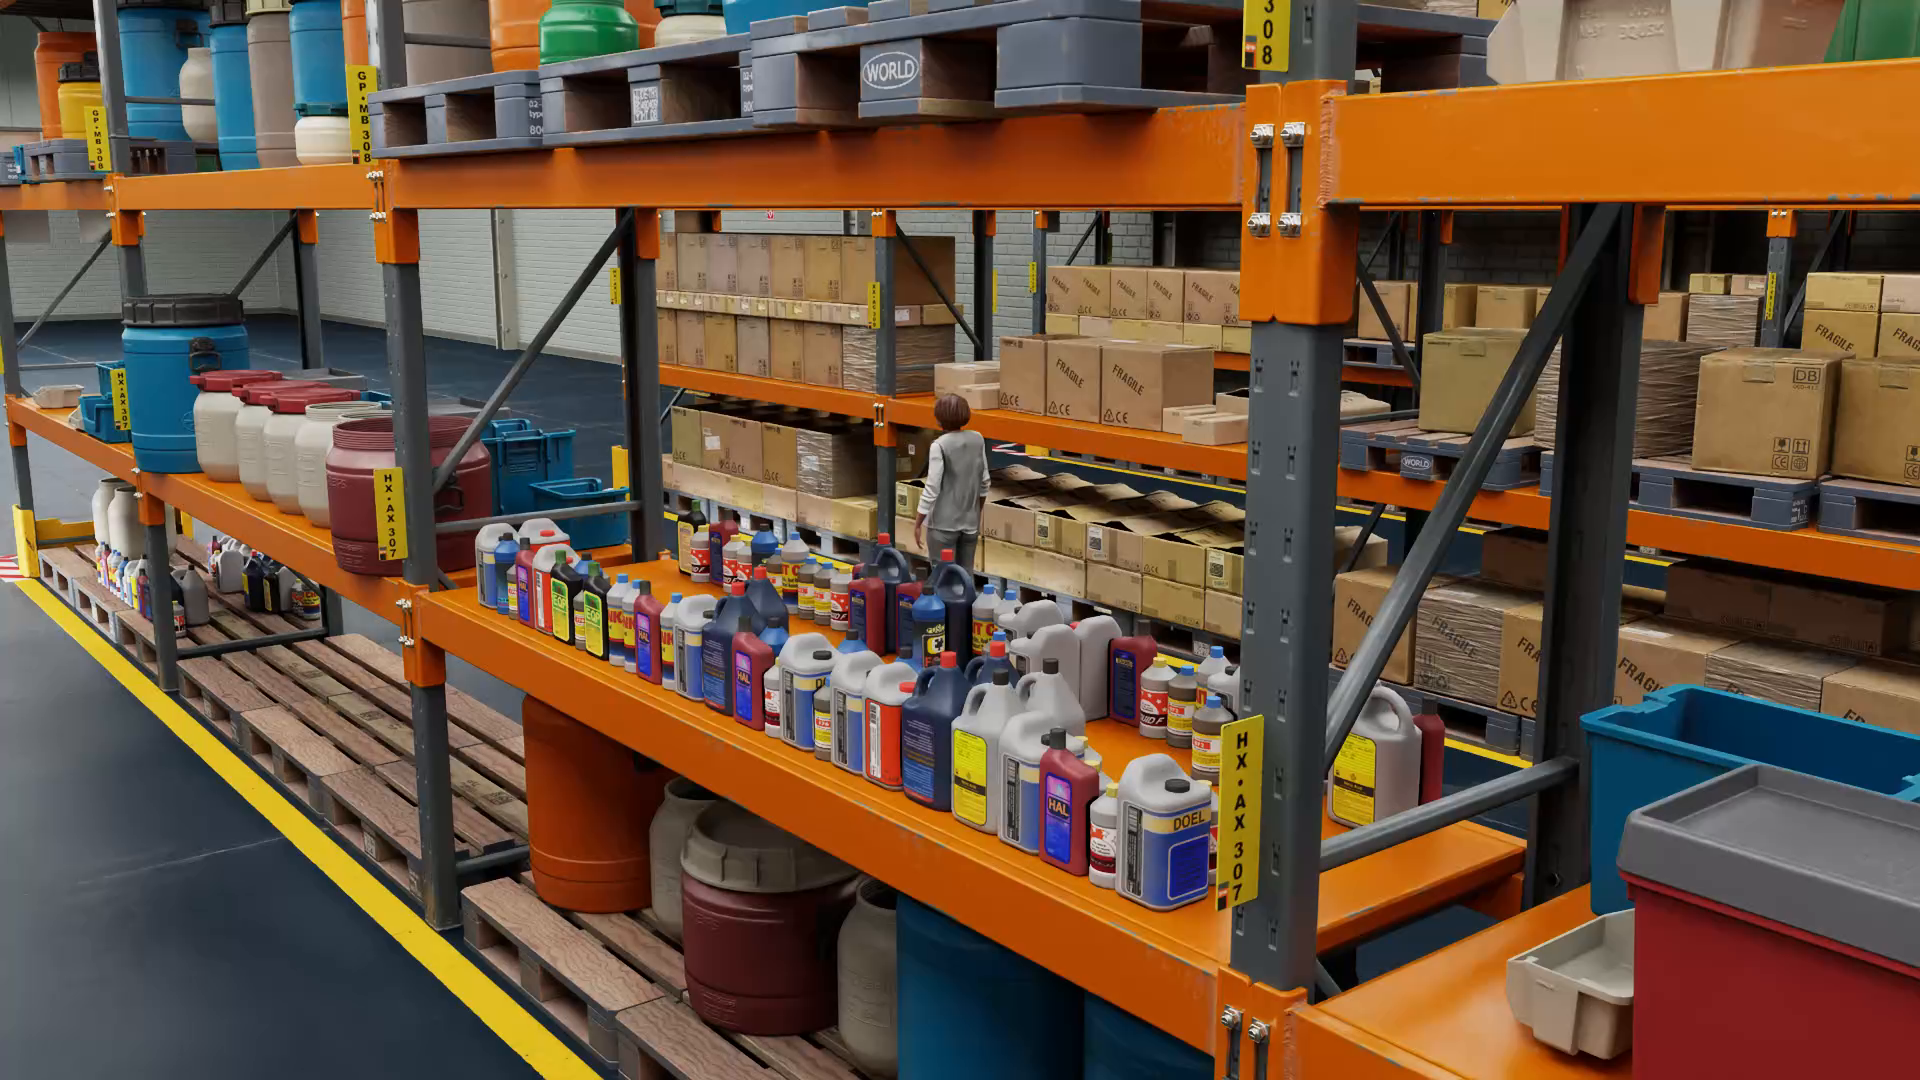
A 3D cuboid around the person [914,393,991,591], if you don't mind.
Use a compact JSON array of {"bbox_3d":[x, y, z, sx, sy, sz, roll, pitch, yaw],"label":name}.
[{"bbox_3d":[-0.083,-0.091,9.873,0.519,1.597,0.475,-9,14,-37],"label":"person"}]
